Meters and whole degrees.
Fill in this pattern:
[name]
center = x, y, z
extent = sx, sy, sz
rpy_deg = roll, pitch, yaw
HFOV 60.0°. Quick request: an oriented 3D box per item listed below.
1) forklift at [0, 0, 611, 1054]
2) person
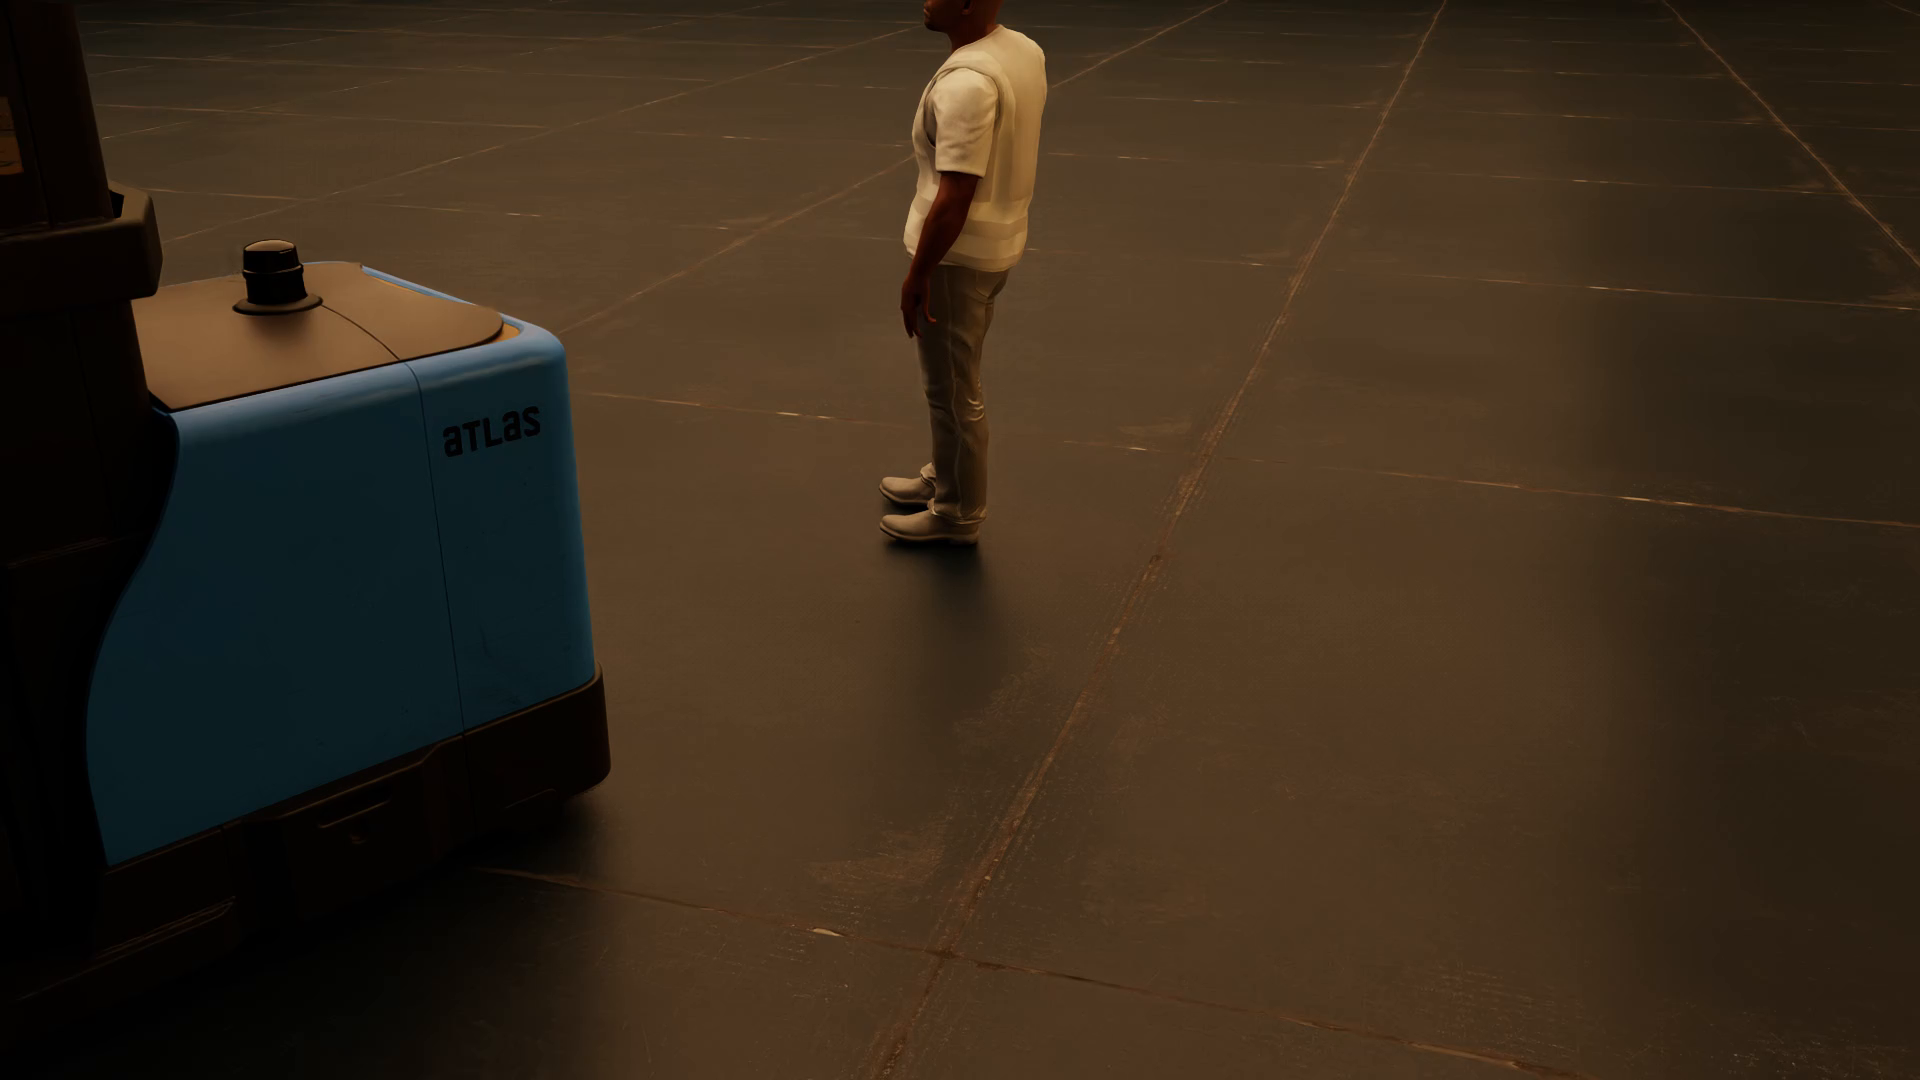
[forklift]
center = -2.175, -0.509, 2.512
extent = 3.031, 2.935, 1.130
rpy_deg = -21, 30, -41
[person]
center = -0.064, -0.833, 4.806
extent = 0.576, 1.765, 0.665
rpy_deg = 7, 23, 16
